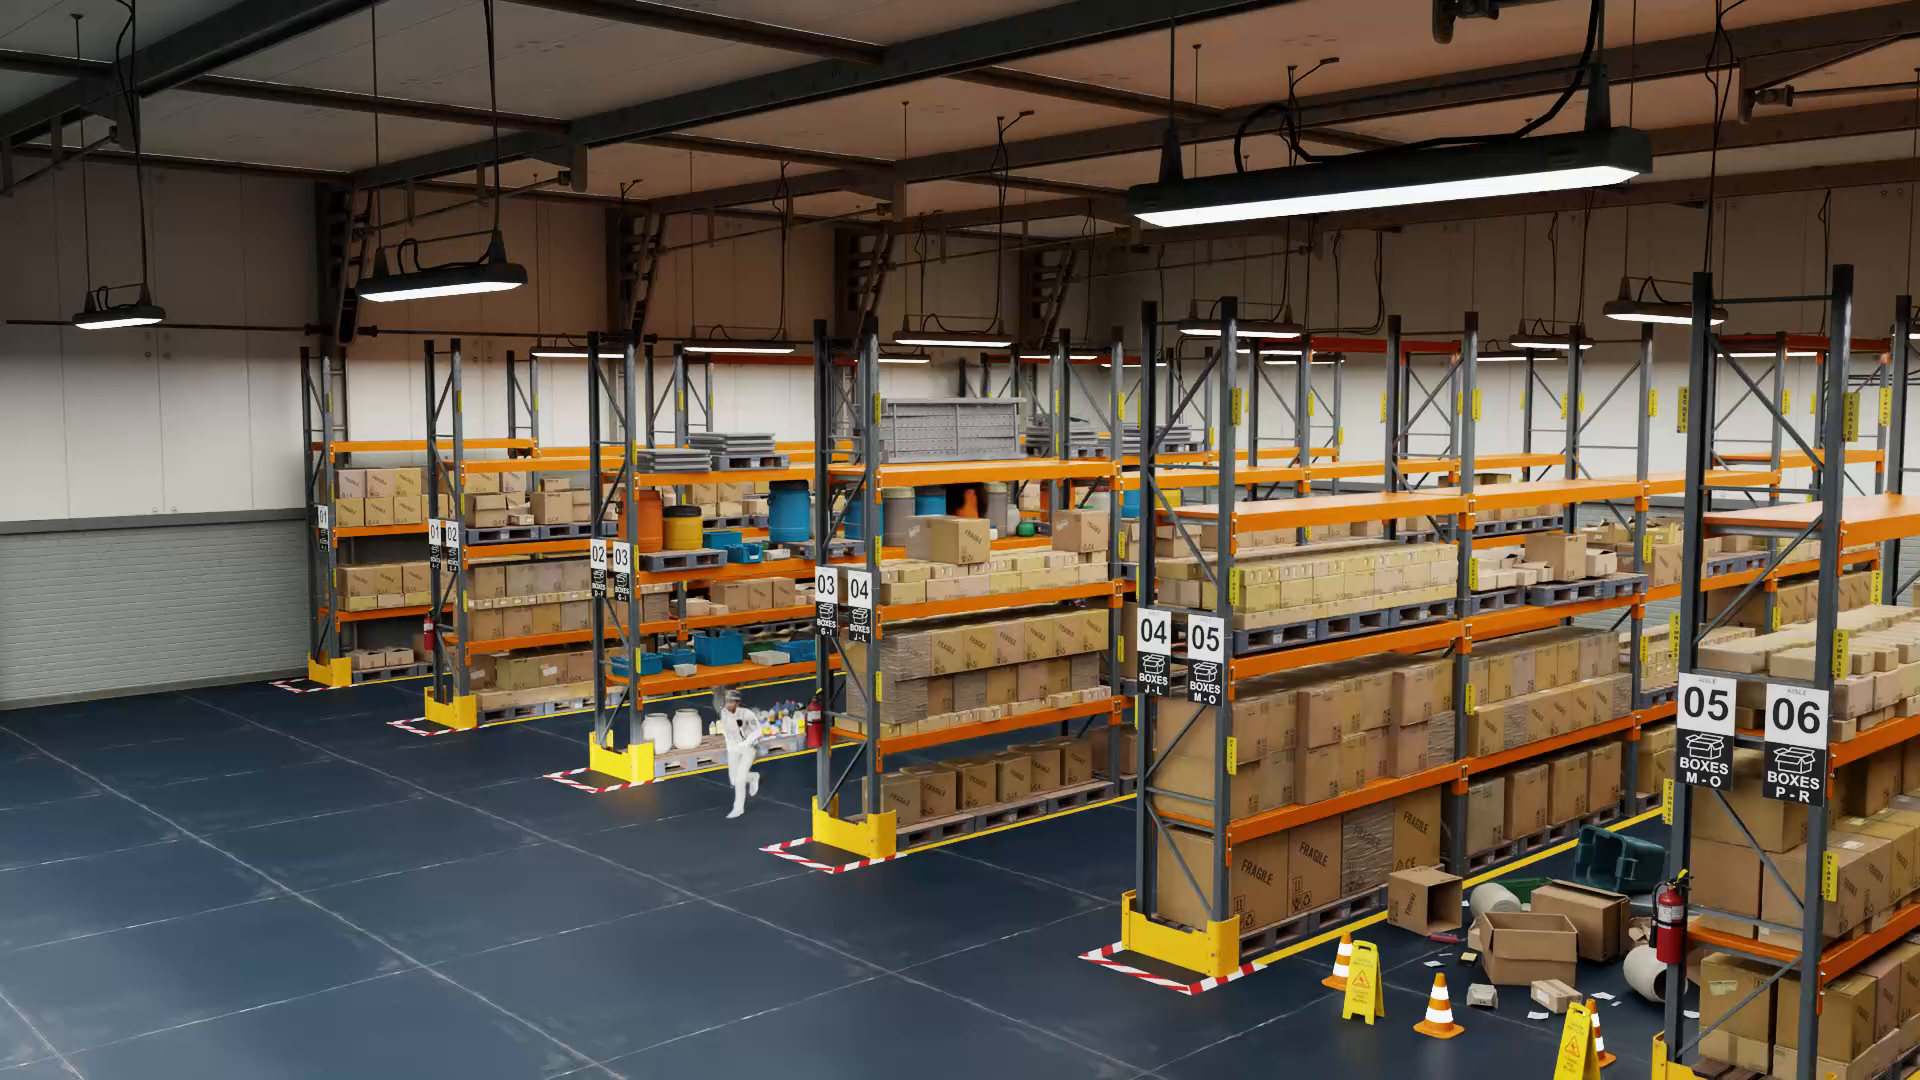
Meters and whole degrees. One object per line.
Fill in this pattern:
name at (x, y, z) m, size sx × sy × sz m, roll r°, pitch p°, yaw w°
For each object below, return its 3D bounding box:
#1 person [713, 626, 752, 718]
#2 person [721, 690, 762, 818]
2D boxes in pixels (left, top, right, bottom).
person at (-3.535, 2.120, 25.467) m, size 0.665 × 1.613 × 0.571 m, roll -4°, pitch 6°, yaw -36°
person at (-2.659, 2.591, 20.407) m, size 0.612 × 1.624 × 0.744 m, roll 2°, pitch 5°, yaw 20°
